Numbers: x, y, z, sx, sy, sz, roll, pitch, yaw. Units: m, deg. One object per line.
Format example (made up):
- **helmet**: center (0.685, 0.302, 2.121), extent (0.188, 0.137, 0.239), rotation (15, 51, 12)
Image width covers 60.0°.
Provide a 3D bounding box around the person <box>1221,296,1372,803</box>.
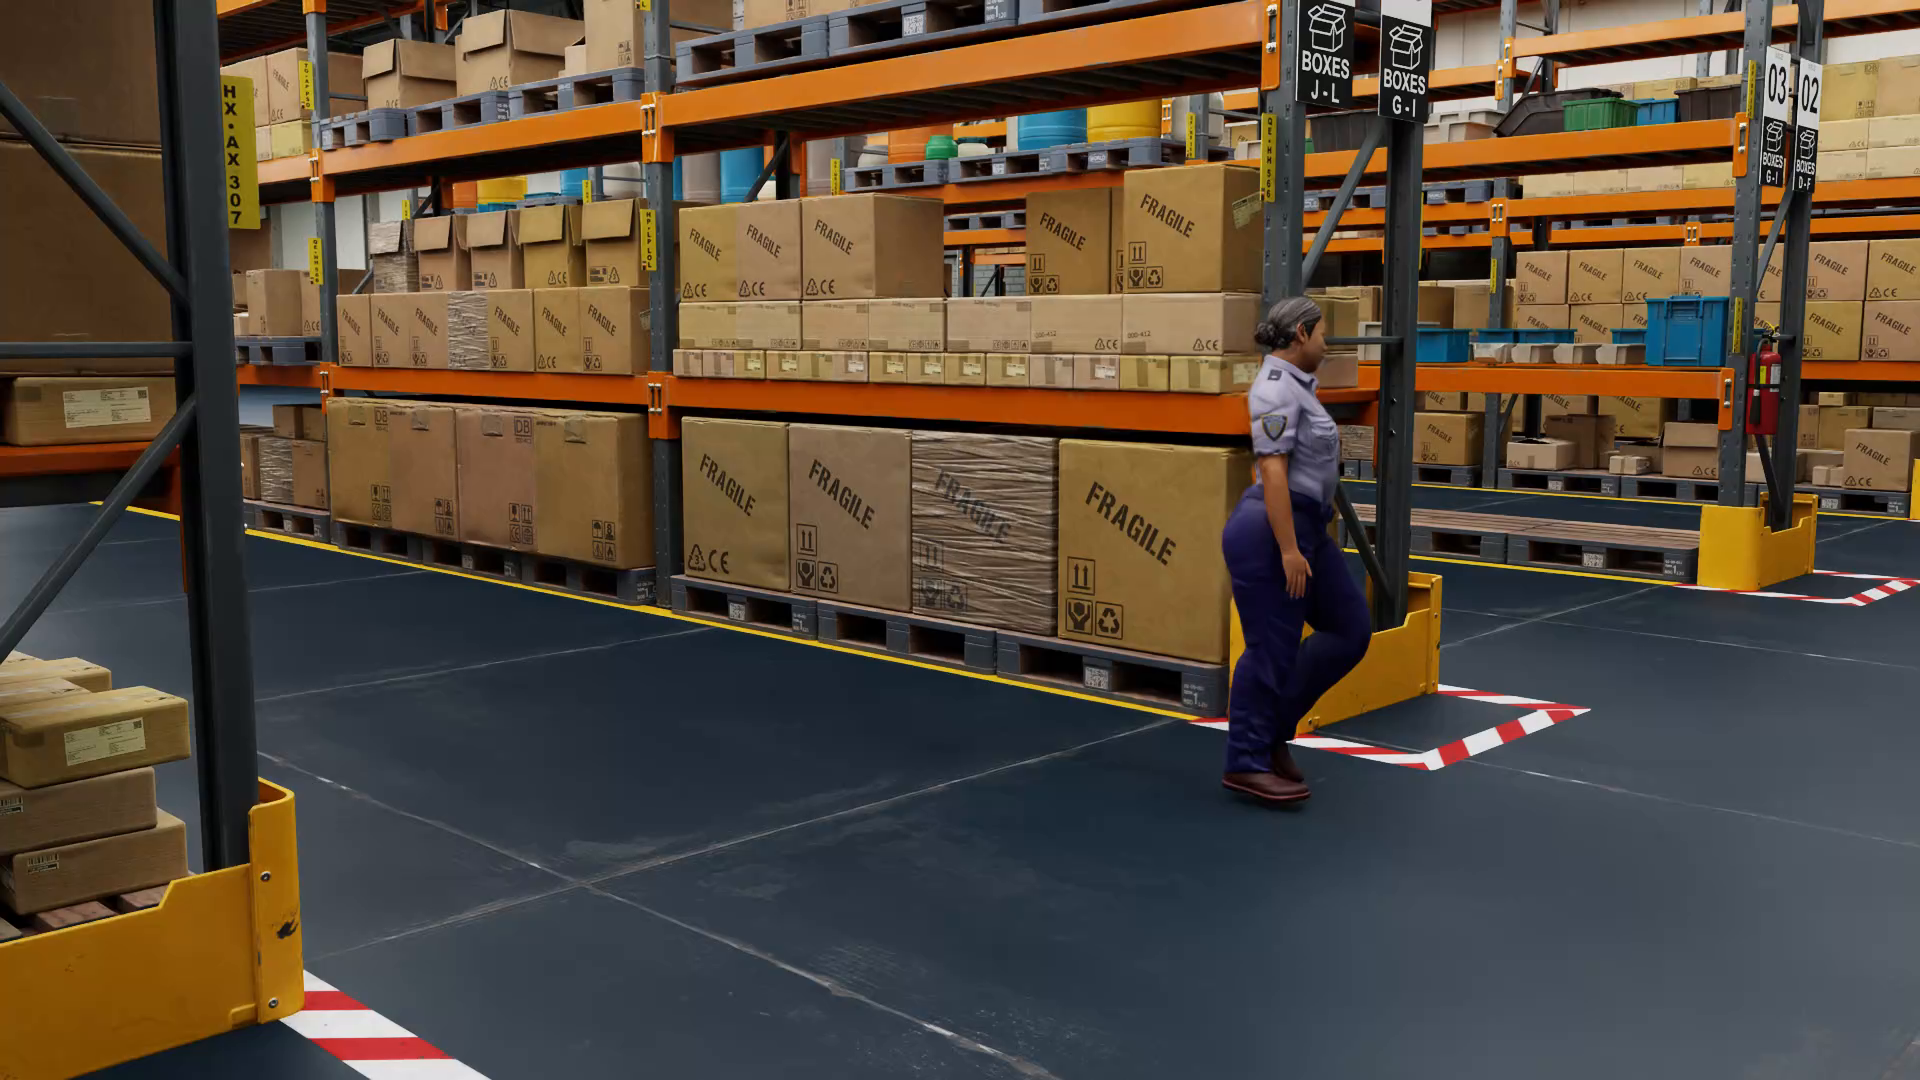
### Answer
- **person**: center (1.109, 0.027, 5.468), extent (0.455, 1.643, 0.536), rotation (3, 8, 23)
